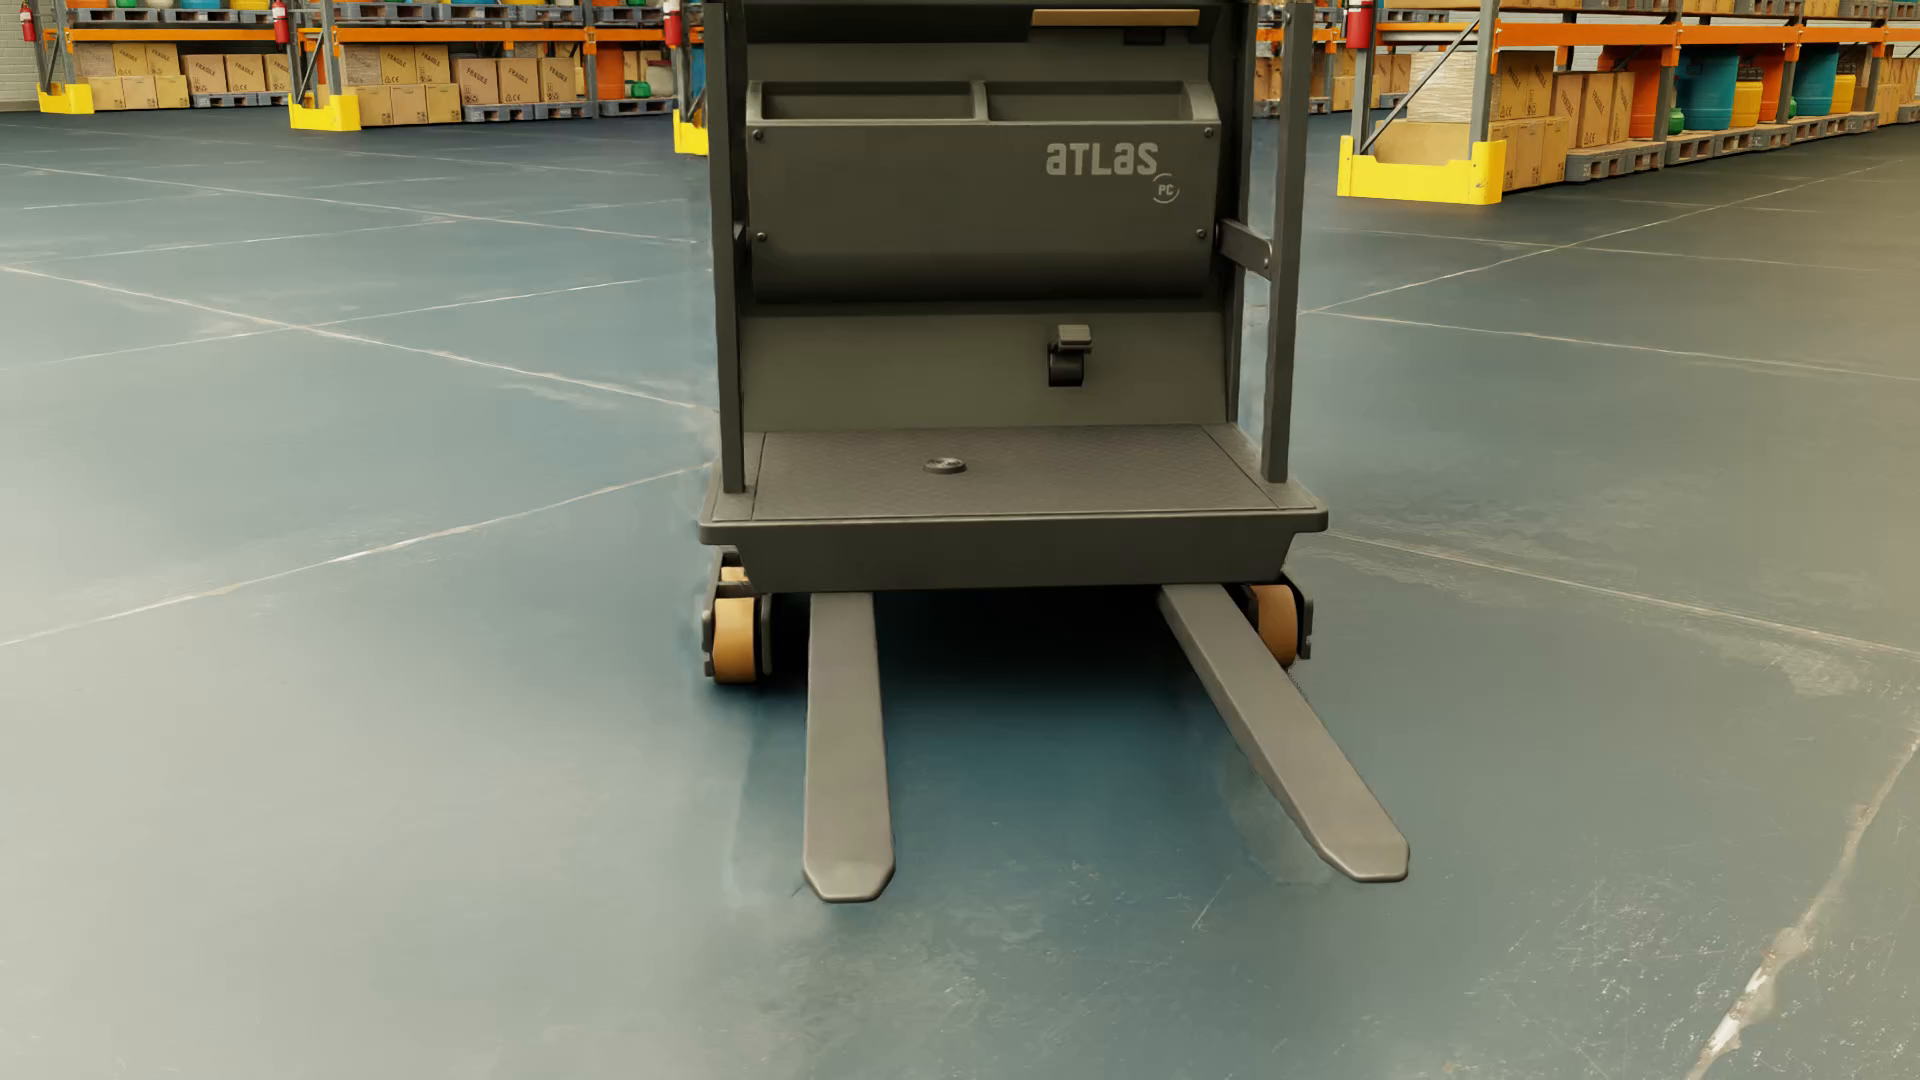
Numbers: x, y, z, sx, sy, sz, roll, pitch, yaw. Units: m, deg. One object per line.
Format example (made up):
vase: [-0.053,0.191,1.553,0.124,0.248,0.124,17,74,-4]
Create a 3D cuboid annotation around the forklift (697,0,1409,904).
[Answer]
forklift: [0.064,-1.235,2.963,1.130,2.935,3.031,-1,17,-4]
